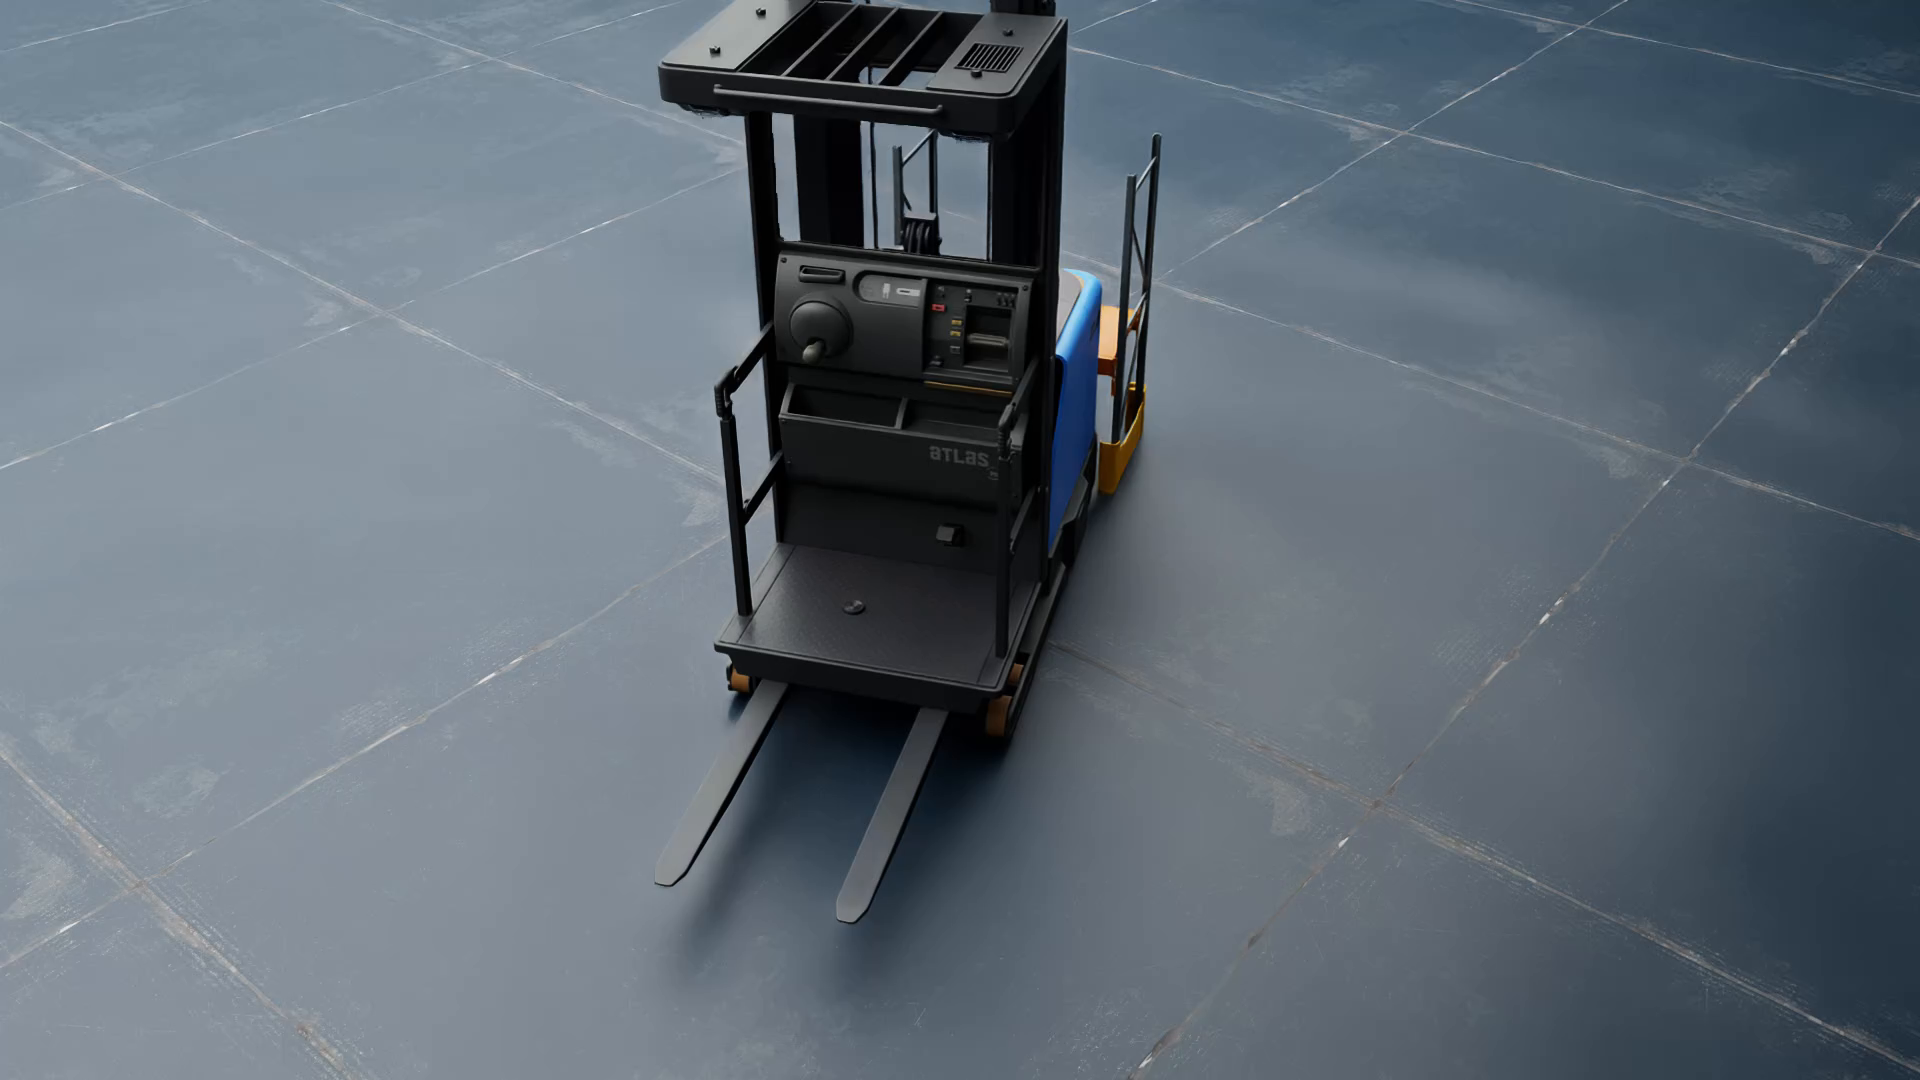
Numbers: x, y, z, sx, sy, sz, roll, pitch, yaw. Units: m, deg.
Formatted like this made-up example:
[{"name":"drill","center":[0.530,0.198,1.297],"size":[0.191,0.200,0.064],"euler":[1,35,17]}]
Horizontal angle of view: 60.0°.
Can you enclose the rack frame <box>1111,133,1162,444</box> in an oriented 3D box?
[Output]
[{"name":"rack frame","center":[0.773,-0.995,7.373],"size":[0.032,1.500,0.500],"euler":[11,36,15]}]

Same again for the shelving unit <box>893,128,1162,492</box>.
[{"name":"shelving unit","center":[0.282,-1.088,7.509],"size":[1.083,1.500,0.587],"euler":[11,36,15]}]

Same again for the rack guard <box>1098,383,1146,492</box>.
[{"name":"rack guard","center":[0.755,-0.483,7.732],"size":[0.087,0.250,0.587],"euler":[11,36,15]}]

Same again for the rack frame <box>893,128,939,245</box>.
[{"name":"rack frame","center":[-0.191,-1.177,7.639],"size":[0.032,1.500,0.500],"euler":[11,36,15]}]

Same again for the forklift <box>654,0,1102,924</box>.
[{"name":"forklift","center":[-0.260,-0.717,5.705],"size":[1.130,2.935,3.031],"euler":[9,35,12]}]

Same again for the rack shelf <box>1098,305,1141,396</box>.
[{"name":"rack shelf","center":[0.291,-0.938,7.608],"size":[1.000,0.185,0.538],"euler":[11,36,15]}]
